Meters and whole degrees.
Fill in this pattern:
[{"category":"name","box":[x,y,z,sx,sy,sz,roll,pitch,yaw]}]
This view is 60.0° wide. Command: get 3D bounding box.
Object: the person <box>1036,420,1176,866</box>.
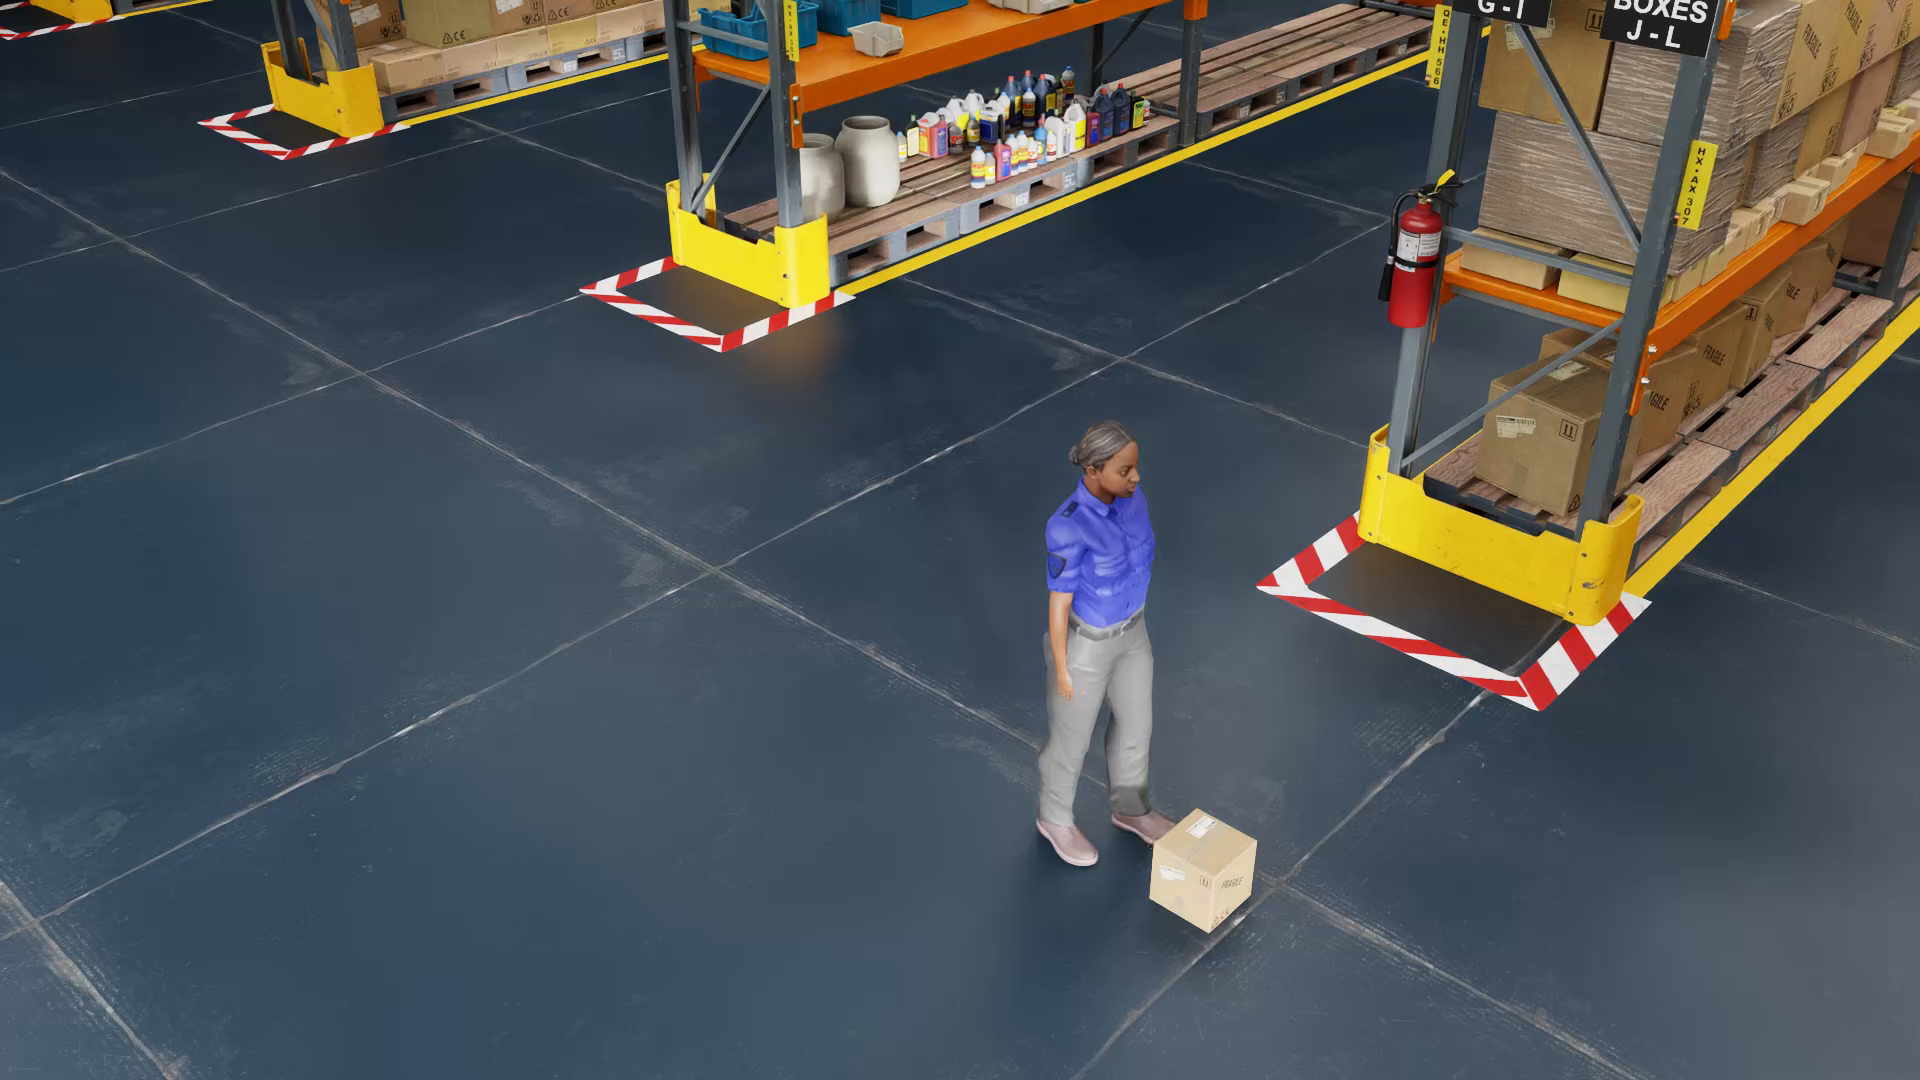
[{"category":"person","box":[0.523,0.370,5.531,0.472,1.658,0.456,26,40,35]}]
